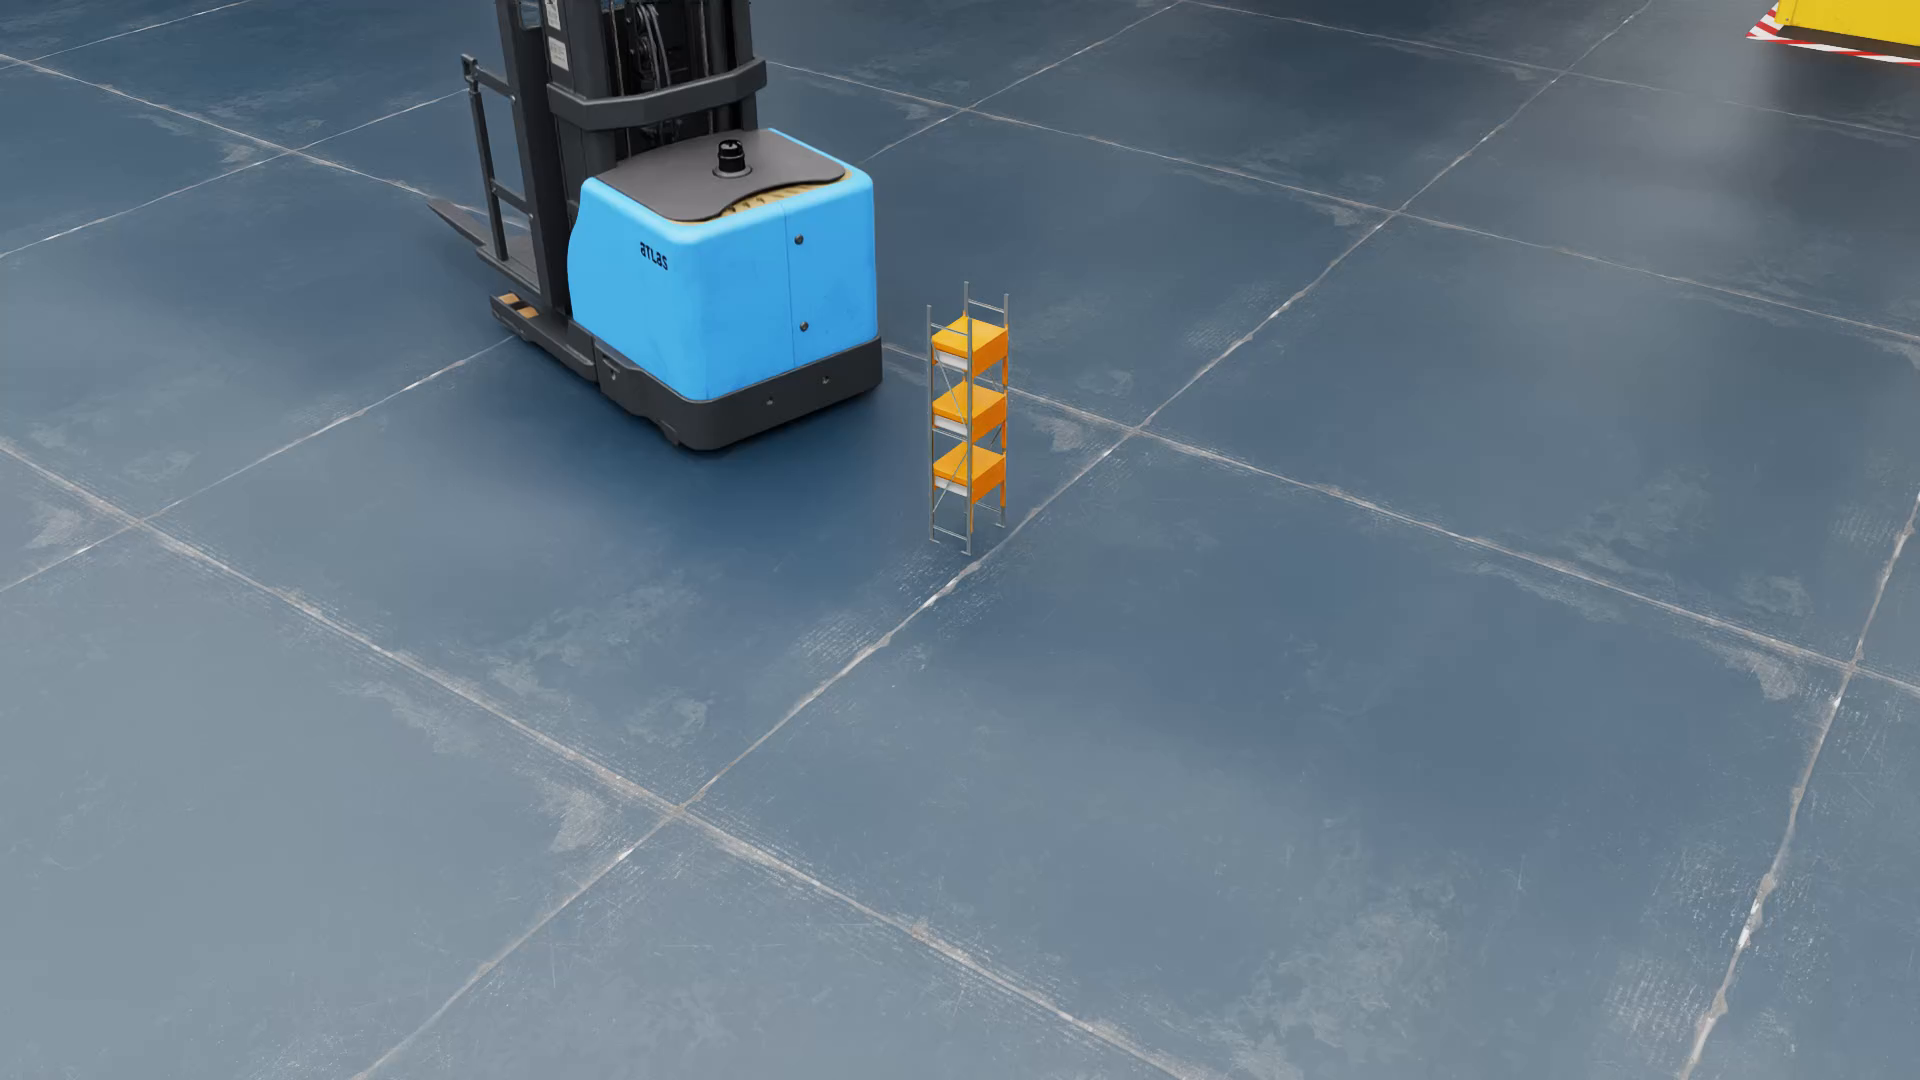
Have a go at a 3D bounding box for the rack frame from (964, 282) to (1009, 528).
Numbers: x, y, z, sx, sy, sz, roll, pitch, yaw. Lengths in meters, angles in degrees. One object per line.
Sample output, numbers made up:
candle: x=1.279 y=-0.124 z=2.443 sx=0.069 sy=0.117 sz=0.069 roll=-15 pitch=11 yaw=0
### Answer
rack frame: x=0.100 y=-0.516 z=6.575 sx=0.200 sy=1.050 sz=0.008 roll=21 pitch=39 yaw=28

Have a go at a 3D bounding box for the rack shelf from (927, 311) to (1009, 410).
rack shelf: x=0.031 y=-0.686 z=6.339 sx=0.215 sy=0.259 sz=0.240 roll=21 pitch=39 yaw=28

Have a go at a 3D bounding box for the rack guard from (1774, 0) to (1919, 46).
rack guard: x=6.684 y=-3.988 z=12.201 sx=1.175 sy=0.500 sz=0.348 roll=21 pitch=39 yaw=28

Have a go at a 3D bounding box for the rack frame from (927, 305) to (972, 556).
rack frame: x=-0.039 y=-0.403 z=6.409 sx=0.200 sy=1.050 sz=0.008 roll=21 pitch=39 yaw=28

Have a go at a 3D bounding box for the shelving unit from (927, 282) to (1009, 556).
shelving unit: x=0.031 y=-0.460 z=6.492 sx=0.215 sy=1.050 sz=0.252 roll=21 pitch=39 yaw=28

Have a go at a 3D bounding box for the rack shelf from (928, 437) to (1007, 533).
rack shelf: x=0.031 y=-0.221 z=6.654 sx=0.215 sy=0.259 sz=0.240 roll=21 pitch=39 yaw=28

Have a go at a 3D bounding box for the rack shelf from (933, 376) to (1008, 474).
rack shelf: x=0.031 y=-0.451 z=6.498 sx=0.215 sy=0.259 sz=0.240 roll=21 pitch=39 yaw=28

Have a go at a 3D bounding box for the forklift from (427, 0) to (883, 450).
forklift: x=-1.690 y=-2.355 z=7.617 sx=1.130 sy=2.935 sz=3.031 roll=-25 pitch=41 yaw=-32
